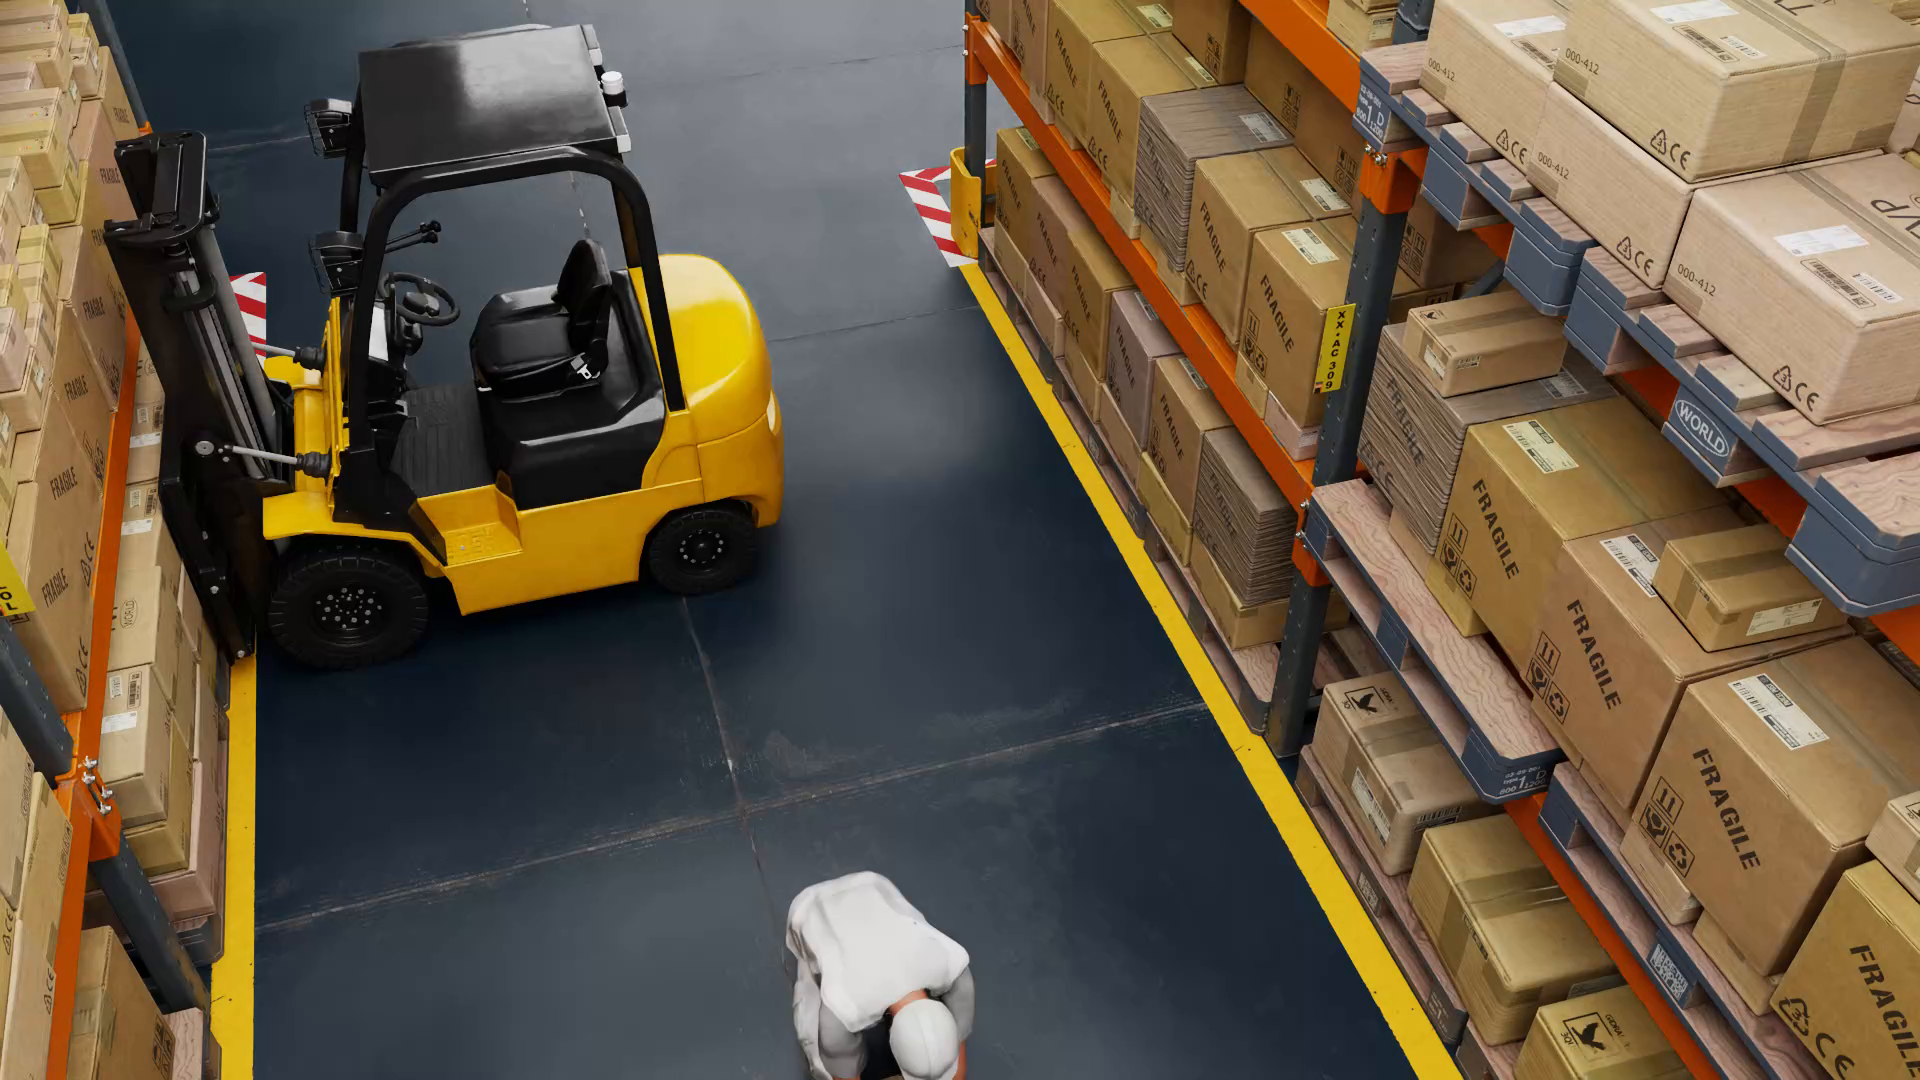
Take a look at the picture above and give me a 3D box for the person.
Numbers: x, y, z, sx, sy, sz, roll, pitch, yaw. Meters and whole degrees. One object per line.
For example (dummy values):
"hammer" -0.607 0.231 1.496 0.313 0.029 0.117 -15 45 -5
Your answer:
"person" -0.251 1.485 5.270 0.556 0.878 0.908 -12 43 -13
